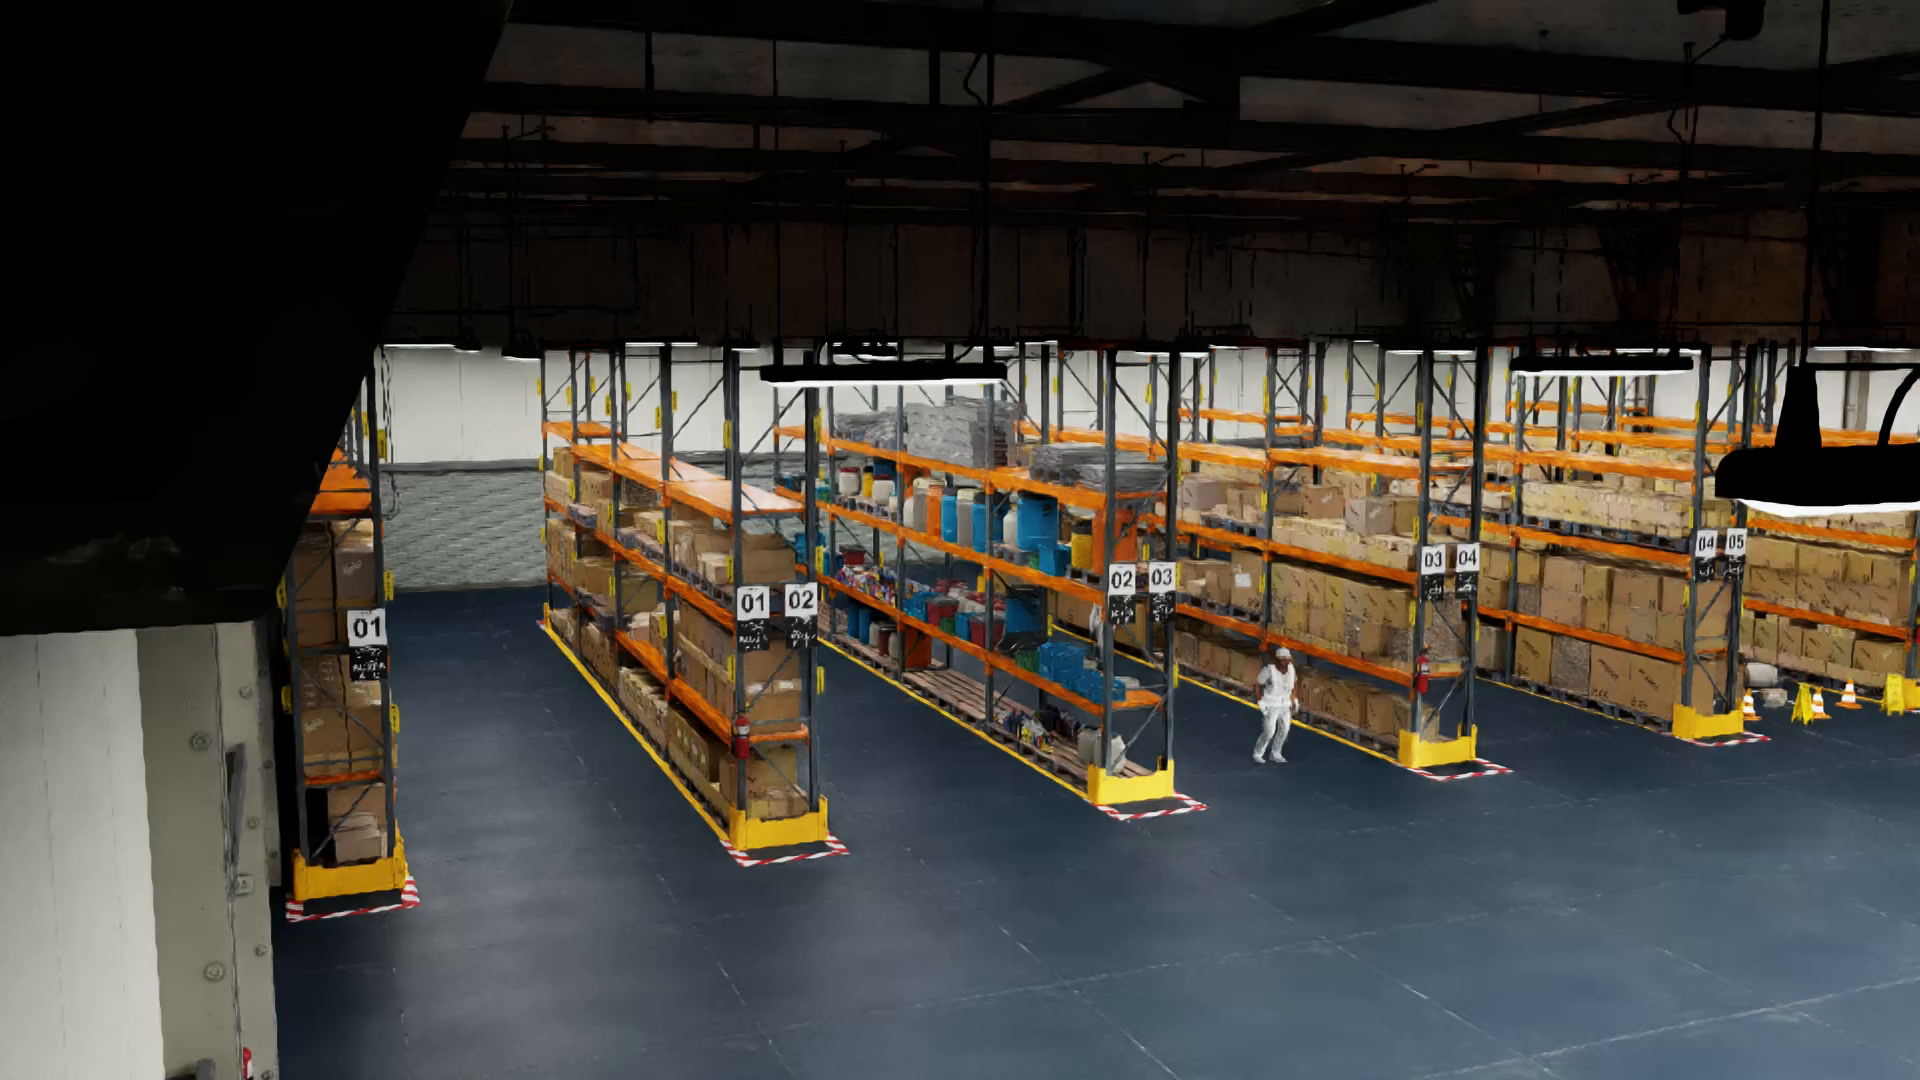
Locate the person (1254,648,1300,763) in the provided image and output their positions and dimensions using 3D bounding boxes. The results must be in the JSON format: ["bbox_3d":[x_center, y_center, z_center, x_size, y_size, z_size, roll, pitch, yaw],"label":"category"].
[{"bbox_3d":[4.562,2.383,23.898,0.704,1.728,0.561,-3,8,-23],"label":"person"}]

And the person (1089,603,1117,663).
[{"bbox_3d":[2.655,1.571,30.484,0.487,1.596,1.096,-3,8,-24],"label":"person"}]

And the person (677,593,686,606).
[{"bbox_3d":[-5.371,1.157,33.312,0.590,1.719,1.040,-3,8,-23],"label":"person"}]
